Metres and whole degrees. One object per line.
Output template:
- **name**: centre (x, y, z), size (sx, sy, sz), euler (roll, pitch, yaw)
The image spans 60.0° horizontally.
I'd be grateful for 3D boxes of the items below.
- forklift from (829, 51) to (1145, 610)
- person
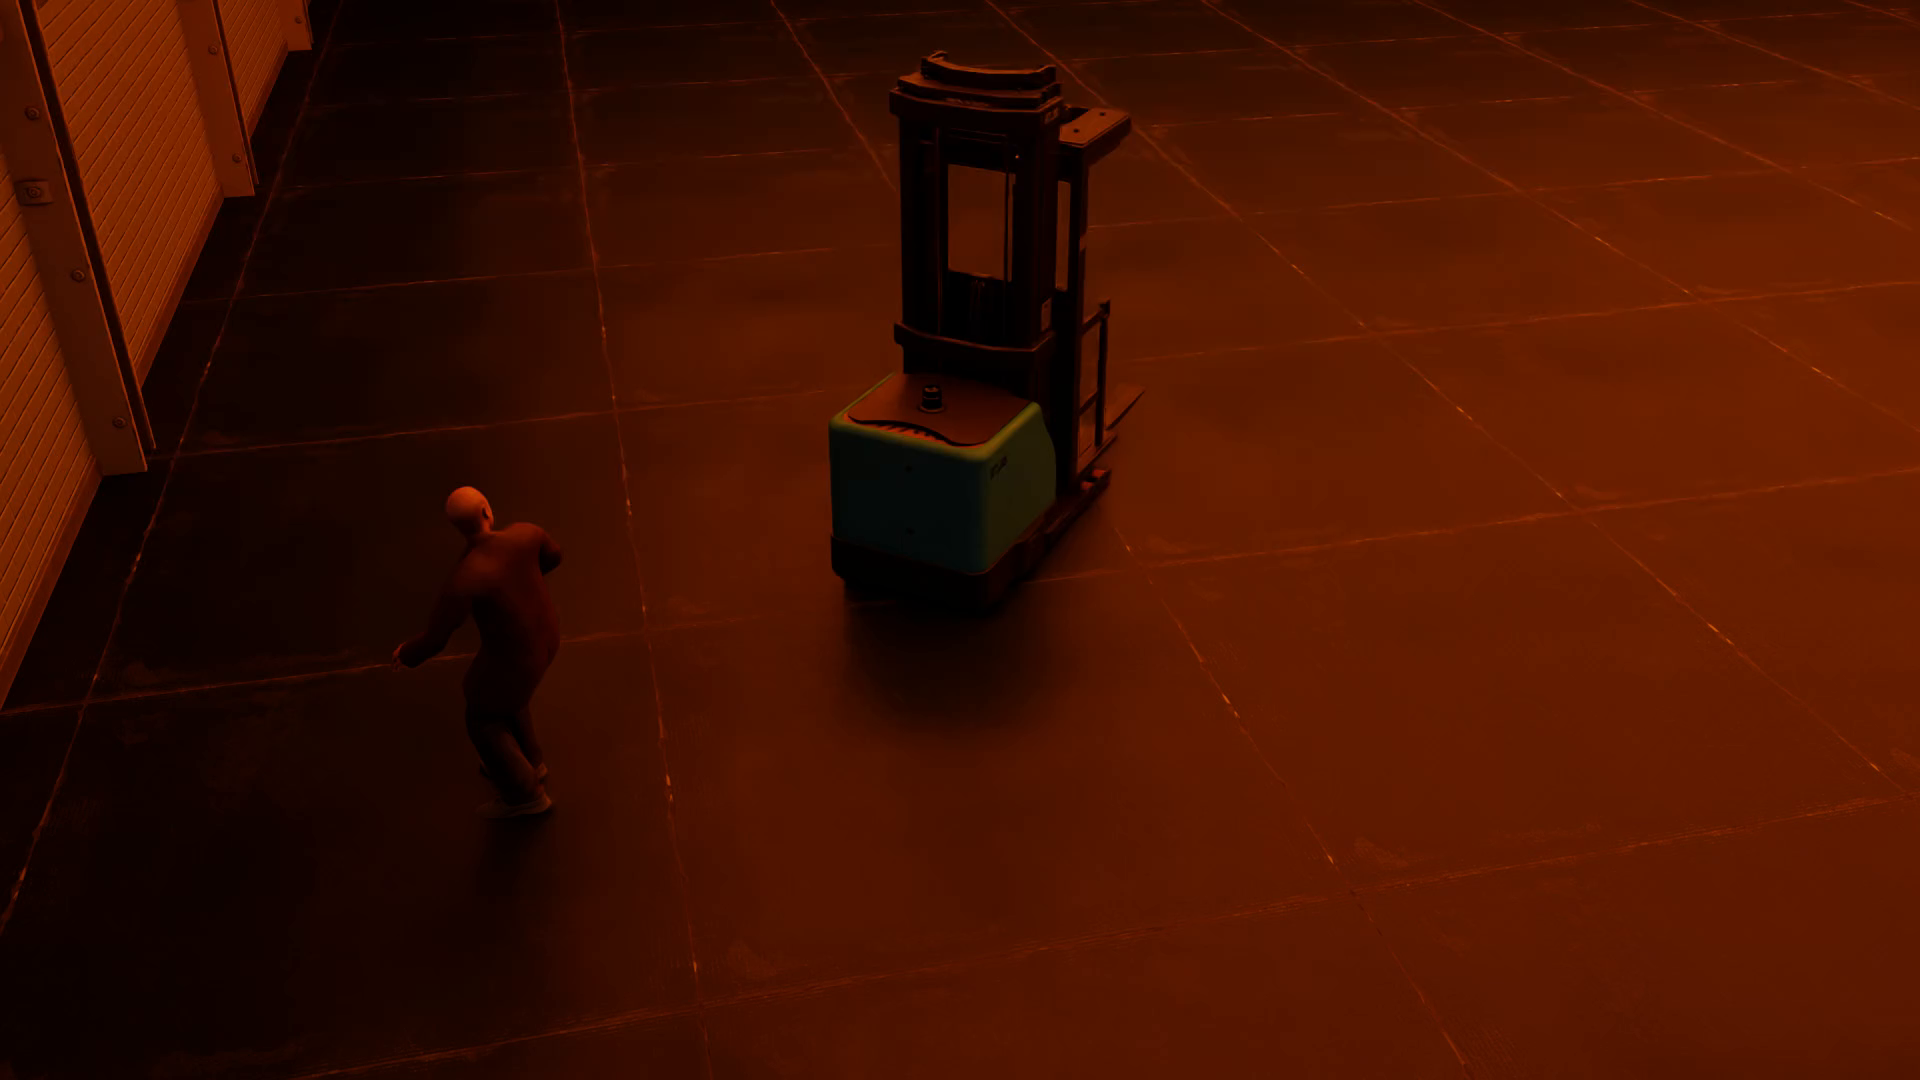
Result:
- **forklift**: centre (0.346, -1.576, 10.298), size (1.130, 2.935, 3.031), euler (14, 33, 23)
- **person**: centre (-2.267, 0.513, 7.952), size (0.644, 1.736, 0.829), euler (11, 32, 18)
